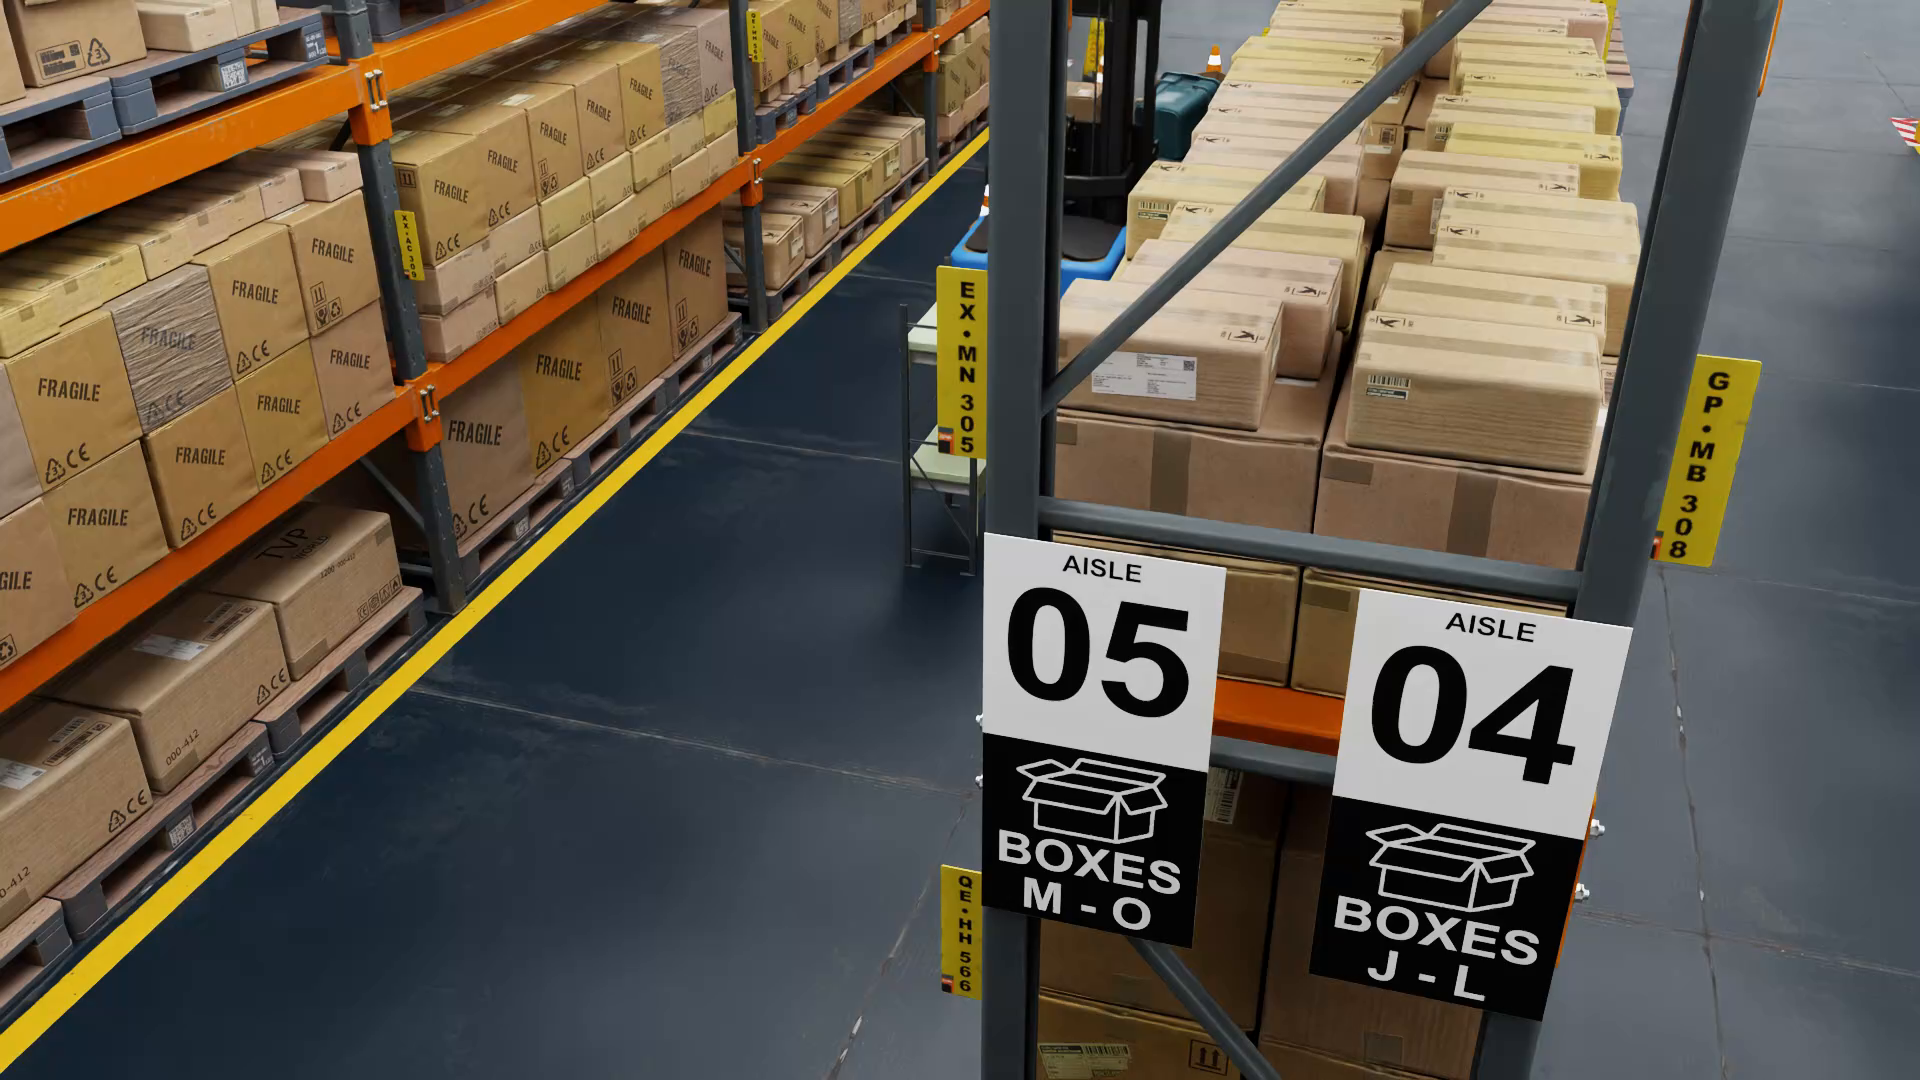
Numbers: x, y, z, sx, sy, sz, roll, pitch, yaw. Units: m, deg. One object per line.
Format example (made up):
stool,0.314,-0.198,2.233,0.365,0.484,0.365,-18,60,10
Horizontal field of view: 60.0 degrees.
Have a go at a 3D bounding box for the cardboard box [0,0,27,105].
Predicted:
cardboard box,-3.490,-1.651,5.409,0.500,0.500,0.500,9,30,16

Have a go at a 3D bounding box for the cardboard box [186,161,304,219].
cardboard box,-3.019,-1.481,7.028,0.380,0.149,0.250,9,30,16

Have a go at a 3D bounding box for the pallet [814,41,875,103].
pallet,-1.335,-3.713,13.037,1.003,0.211,1.213,8,30,15

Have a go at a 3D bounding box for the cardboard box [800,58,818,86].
cardboard box,-1.264,-3.442,12.178,0.380,0.149,0.250,9,30,15

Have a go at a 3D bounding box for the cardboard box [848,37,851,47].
cardboard box,-1.079,-3.946,13.084,0.380,0.149,0.250,7,30,13

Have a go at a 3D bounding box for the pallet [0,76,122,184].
pallet,-3.661,-1.341,5.580,1.003,0.211,1.213,8,30,15

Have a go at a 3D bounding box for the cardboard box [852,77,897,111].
cardboard box,-0.786,-4.353,15.615,0.500,0.500,0.500,8,30,14

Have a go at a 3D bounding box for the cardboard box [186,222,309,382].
cardboard box,-3.083,-1.000,6.830,0.500,0.500,0.500,8,30,14

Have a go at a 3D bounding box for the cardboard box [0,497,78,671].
cardboard box,-3.522,0.148,5.796,0.500,0.500,0.500,8,30,15

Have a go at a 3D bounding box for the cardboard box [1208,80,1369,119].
cardboard box,0.826,-1.041,4.179,0.380,0.149,0.250,8,30,13

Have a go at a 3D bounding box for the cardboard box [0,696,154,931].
cardboard box,-3.867,1.035,6.507,0.875,0.438,0.875,9,30,16

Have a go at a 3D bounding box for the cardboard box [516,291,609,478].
cardboard box,-2.688,-0.988,9.694,0.875,0.875,0.875,9,30,16

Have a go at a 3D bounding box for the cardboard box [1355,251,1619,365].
cardboard box,1.066,-0.368,3.380,0.500,0.250,0.500,8,30,14

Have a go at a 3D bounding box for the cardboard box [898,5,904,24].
cardboard box,-0.685,-4.405,13.910,0.380,0.149,0.250,8,30,13

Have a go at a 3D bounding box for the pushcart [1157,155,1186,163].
pushcart,1.491,-3.282,14.762,1.648,0.377,0.936,-1,29,-3

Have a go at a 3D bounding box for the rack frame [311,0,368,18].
rack frame,-3.051,-3.634,6.526,1.000,3.000,0.127,8,30,15

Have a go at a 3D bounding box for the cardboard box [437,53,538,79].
cardboard box,-2.710,-2.454,9.444,0.500,0.500,0.500,9,30,16

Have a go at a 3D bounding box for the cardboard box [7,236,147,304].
cardboard box,-3.273,-1.003,6.169,0.380,0.149,0.250,8,30,14

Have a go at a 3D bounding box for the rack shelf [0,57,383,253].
rack shelf,-3.638,-1.079,5.759,1.077,0.370,4.000,8,30,15

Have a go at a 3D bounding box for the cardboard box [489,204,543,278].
cardboard box,-2.526,-1.576,8.637,0.500,0.250,0.500,9,30,16

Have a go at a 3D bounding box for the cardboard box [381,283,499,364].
cardboard box,-2.670,-1.114,8.321,0.500,0.250,0.500,8,30,14

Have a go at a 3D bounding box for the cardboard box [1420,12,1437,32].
cardboard box,1.340,-1.627,5.644,0.500,0.250,0.500,9,30,17

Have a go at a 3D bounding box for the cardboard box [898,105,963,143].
cardboard box,-0.272,-3.948,15.658,0.500,0.250,0.500,7,30,13

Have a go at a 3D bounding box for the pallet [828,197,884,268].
pallet,-1.286,-2.581,13.672,1.003,0.211,1.213,8,30,15

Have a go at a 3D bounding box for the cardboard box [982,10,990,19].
cardboard box,0.286,-5.354,16.747,0.380,0.149,0.250,10,31,17

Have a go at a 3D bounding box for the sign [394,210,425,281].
sign,-2.520,-1.347,7.614,0.100,0.325,0.005,8,30,15

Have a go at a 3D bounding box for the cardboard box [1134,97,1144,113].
cardboard box,2.017,-4.446,17.090,0.250,0.149,0.380,-24,37,-37

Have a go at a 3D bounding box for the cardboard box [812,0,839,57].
cardboard box,-1.228,-3.896,12.326,0.500,0.500,0.500,9,30,16

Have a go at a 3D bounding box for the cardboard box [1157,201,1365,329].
cardboard box,0.594,-0.549,3.295,0.380,0.149,0.250,8,30,13

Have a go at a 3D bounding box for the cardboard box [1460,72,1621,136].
cardboard box,1.470,-1.081,4.253,0.380,0.149,0.250,8,30,14

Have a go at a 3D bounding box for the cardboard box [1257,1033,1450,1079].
cardboard box,0.932,1.163,3.665,0.500,0.500,0.500,10,31,17

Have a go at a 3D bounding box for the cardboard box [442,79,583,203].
cardboard box,-2.375,-2.130,8.861,0.500,0.500,0.500,8,30,14

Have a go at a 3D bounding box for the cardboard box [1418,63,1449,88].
cardboard box,1.654,-1.326,5.102,0.500,0.250,0.500,7,30,13

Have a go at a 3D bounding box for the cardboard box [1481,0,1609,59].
cardboard box,1.781,-1.563,5.118,0.380,0.149,0.250,8,30,15

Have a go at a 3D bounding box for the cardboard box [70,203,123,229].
cardboard box,-3.618,-1.314,6.728,0.380,0.149,0.250,8,30,15

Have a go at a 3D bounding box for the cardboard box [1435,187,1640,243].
cardboard box,1.162,-0.595,3.378,0.380,0.149,0.250,9,30,16

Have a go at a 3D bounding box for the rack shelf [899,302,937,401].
rack shelf,0.002,-1.000,8.701,0.431,0.370,0.720,8,30,15

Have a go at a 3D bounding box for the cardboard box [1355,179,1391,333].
cardboard box,0.730,-0.684,3.948,0.500,0.250,0.500,9,30,16

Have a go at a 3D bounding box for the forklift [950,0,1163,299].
forklift,0.792,-2.744,11.168,1.130,2.935,3.031,7,30,13

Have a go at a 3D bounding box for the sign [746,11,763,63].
sign,-1.346,-3.300,10.905,0.100,0.325,0.005,8,30,15

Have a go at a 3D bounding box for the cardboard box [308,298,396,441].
cardboard box,-2.943,-0.804,7.507,0.500,0.500,0.500,9,30,15

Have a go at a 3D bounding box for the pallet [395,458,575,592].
pallet,-2.897,-0.163,9.326,1.003,0.211,1.213,8,30,15

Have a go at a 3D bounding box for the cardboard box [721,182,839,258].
cardboard box,-1.493,-2.512,12.951,0.950,0.372,0.625,8,30,14

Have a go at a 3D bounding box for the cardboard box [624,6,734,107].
cardboard box,-1.779,-3.074,10.560,0.500,0.500,0.500,8,30,14

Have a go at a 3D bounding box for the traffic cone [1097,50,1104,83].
traffic cone,1.578,-5.097,17.936,0.336,0.463,0.334,8,30,15

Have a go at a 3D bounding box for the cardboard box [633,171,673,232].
cardboard box,-2.076,-2.062,10.026,0.500,0.250,0.500,8,30,14

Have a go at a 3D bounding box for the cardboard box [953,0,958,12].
cardboard box,-0.231,-4.974,15.364,0.380,0.149,0.250,8,30,15

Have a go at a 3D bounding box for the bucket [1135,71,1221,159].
bucket,1.895,-3.697,14.614,0.726,0.611,0.620,20,45,32

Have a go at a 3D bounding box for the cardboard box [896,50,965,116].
cardboard box,-0.272,-4.276,15.475,0.500,0.500,0.500,10,31,17

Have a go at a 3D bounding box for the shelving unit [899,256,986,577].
shelving unit,0.002,-0.659,8.891,0.431,1.500,0.755,8,30,15

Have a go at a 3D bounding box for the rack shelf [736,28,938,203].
rack shelf,-1.290,-3.486,13.172,1.077,0.370,4.000,8,30,15

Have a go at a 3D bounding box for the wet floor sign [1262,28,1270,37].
wet floor sign,3.348,-5.197,17.928,0.267,0.644,0.232,3,29,6

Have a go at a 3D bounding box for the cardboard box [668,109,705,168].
cardboard box,-1.923,-2.524,10.342,0.500,0.250,0.500,8,30,14

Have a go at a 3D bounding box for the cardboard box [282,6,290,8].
cardboard box,-5.815,-4.616,14.103,0.500,0.250,0.500,9,30,16

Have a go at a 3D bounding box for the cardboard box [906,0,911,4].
cardboard box,-0.619,-4.840,14.024,0.500,0.500,0.500,8,30,14

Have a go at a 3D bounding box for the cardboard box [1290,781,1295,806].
cardboard box,0.582,0.412,3.987,0.500,0.500,0.500,7,30,13
